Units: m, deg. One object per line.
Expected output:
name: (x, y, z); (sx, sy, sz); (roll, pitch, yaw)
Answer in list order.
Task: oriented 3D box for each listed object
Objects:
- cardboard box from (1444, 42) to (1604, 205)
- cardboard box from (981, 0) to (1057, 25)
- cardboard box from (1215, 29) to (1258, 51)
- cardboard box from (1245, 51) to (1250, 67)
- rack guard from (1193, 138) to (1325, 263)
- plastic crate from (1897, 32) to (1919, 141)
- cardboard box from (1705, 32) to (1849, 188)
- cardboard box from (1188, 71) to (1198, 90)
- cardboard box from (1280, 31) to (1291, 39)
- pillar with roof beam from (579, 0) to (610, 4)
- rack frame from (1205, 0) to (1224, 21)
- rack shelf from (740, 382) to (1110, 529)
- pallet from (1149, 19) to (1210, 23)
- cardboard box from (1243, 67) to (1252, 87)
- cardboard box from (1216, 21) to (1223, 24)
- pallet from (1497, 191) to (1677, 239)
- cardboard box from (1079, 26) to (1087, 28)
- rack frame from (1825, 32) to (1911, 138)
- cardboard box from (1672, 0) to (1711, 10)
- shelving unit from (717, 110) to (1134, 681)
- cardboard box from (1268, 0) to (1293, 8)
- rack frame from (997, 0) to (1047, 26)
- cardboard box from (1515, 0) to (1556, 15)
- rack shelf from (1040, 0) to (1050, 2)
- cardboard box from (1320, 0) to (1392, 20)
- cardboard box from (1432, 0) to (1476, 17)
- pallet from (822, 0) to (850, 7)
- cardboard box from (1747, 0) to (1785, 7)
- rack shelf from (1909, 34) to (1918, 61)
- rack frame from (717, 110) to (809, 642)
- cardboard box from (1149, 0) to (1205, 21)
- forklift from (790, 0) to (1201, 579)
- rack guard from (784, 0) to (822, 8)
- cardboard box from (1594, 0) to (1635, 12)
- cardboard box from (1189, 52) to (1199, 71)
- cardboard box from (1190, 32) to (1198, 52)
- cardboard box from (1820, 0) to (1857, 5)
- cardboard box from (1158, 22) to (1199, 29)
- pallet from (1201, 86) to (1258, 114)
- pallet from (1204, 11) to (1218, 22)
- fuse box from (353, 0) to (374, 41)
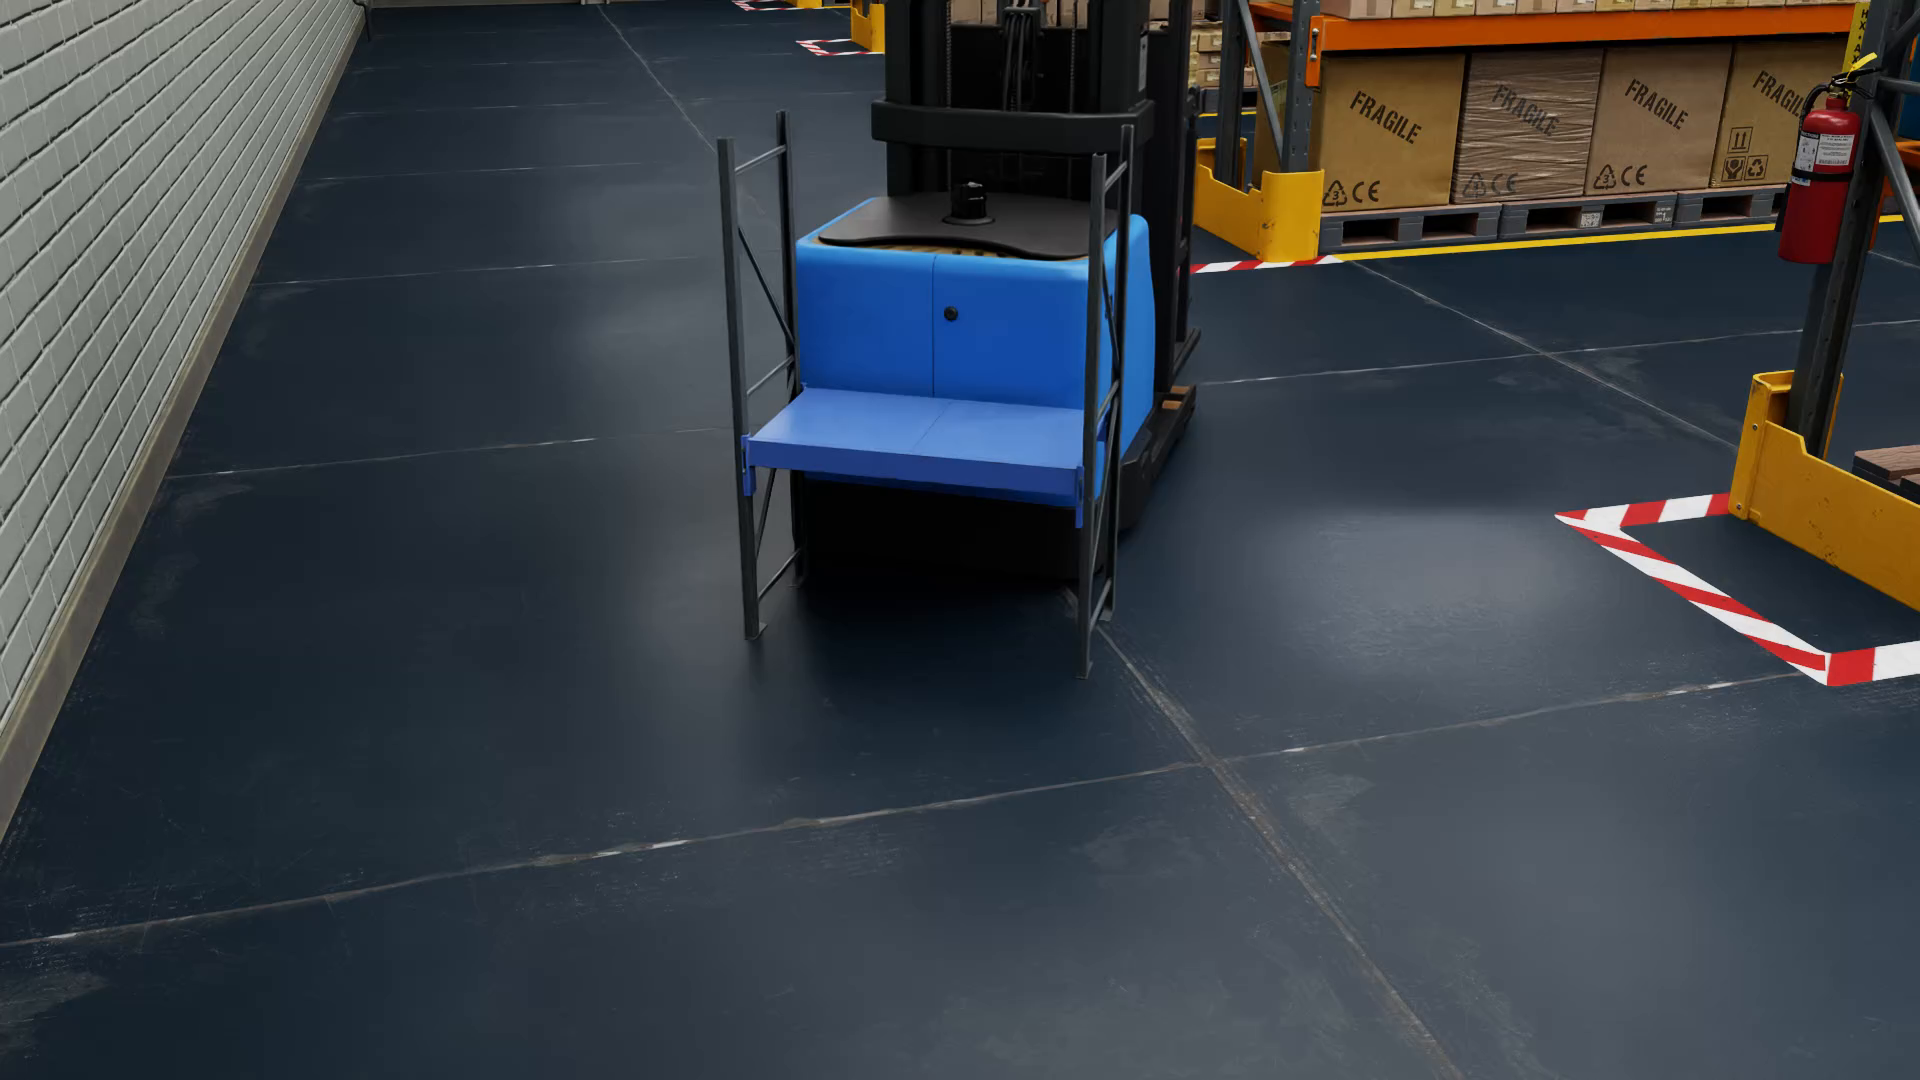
cardboard box: (3.228, -2.594, 10.153); (0.875, 0.875, 0.875); (-6, 24, -14)
cardboard box: (0.567, -6.168, 19.039); (0.875, 0.438, 0.875); (-6, 24, -13)
cardboard box: (2.372, -4.306, 14.310); (0.250, 0.149, 0.380); (-6, 24, -14)
cardboard box: (2.335, -4.216, 14.477); (0.250, 0.149, 0.380); (-5, 24, -12)
rack guard: (1.734, -2.030, 9.848); (0.348, 0.500, 1.175); (-6, 24, -14)
plastic crate: (3.367, -1.452, 5.208); (0.499, 0.435, 0.616); (-6, 24, -14)
cardboard box: (4.951, -2.784, 10.597); (0.875, 0.875, 0.875); (-6, 24, -14)
cardboard box: (1.848, -3.966, 14.272); (0.250, 0.149, 0.380); (-6, 24, -14)
cardboard box: (2.857, -4.354, 14.422); (0.250, 0.149, 0.380); (-7, 24, -16)
pillar with roof beam: (-3.941, -10.006, 17.656); (0.400, 9.000, 9.100); (-6, 24, -14)
rack frame: (2.931, -7.370, 19.122); (0.127, 3.000, 1.000); (-6, 24, -14)
rack shelf: (-0.082, -0.263, 4.917); (1.000, 0.185, 0.538); (6, 24, 13)
pallet: (2.178, -6.037, 19.553); (1.213, 0.211, 1.003); (-6, 24, -14)
cardboard box: (2.331, -4.023, 14.405); (0.250, 0.149, 0.380); (-8, 24, -17)
cardboard box: (2.466, -4.543, 14.862); (0.250, 0.149, 0.380); (-6, 24, -14)
pallet: (3.678, -2.144, 10.478); (1.213, 0.211, 1.003); (-6, 24, -14)
cardboard box: (1.213, -4.389, 14.504); (0.250, 0.149, 0.380); (-6, 24, -13)
rack frame: (5.608, -3.608, 10.354); (0.127, 3.000, 1.000); (-6, 24, -14)
cardboard box: (4.166, -3.198, 9.718); (0.250, 0.149, 0.380); (-7, 24, -15)
shelving unit: (-0.082, -0.428, 4.846); (1.048, 1.500, 0.538); (6, 24, 13)
cardboard box: (2.011, -3.229, 9.790); (0.250, 0.149, 0.380); (-6, 24, -13)
rack frame: (0.514, -5.075, 13.775); (0.127, 3.000, 1.000); (-6, 24, -14)
cardboard box: (3.177, -3.089, 9.463); (0.250, 0.149, 0.380); (-7, 24, -15)
rack shelf: (2.440, -4.958, 14.413); (4.000, 0.370, 1.077); (-6, 24, -14)
cardboard box: (2.188, -2.979, 9.207); (0.250, 0.149, 0.380); (-6, 24, -14)
cardboard box: (2.681, -3.034, 9.335); (0.250, 0.149, 0.380); (-7, 24, -16)
pallet: (-1.424, -7.640, 23.288); (1.213, 0.211, 1.003); (-6, 24, -14)
cardboard box: (4.660, -3.253, 9.846); (0.250, 0.149, 0.380); (-6, 24, -13)
rack shelf: (7.534, -3.490, 10.992); (4.000, 0.370, 1.077); (-6, 24, -14)
rack frame: (-0.574, -0.478, 4.962); (0.032, 1.500, 0.500); (6, 24, 13)
cardboard box: (2.298, -6.359, 19.484); (0.875, 0.438, 0.875); (-7, 24, -15)
forklift: (0.345, -1.778, 6.178); (1.130, 2.935, 3.031); (7, 24, 15)
rack guard: (-2.191, -7.687, 23.032); (0.348, 0.500, 1.175); (-6, 24, -14)
cardboard box: (3.668, -3.143, 9.590); (0.250, 0.149, 0.380); (-7, 24, -16)
cardboard box: (1.855, -4.107, 14.223); (0.250, 0.149, 0.380); (-6, 24, -13)
cardboard box: (1.837, -4.270, 14.225); (0.250, 0.149, 0.380); (-8, 24, -17)
cardboard box: (5.155, -3.308, 9.974); (0.250, 0.149, 0.380); (-6, 24, -13)
cardboard box: (1.938, -4.518, 14.805); (0.250, 0.149, 0.380); (-5, 24, -12)
pallet: (2.552, -4.004, 14.813); (1.213, 0.211, 1.003); (-6, 24, -14)
pallet: (3.654, -6.199, 19.930); (1.213, 0.211, 1.003); (-6, 24, -14)
fuse box: (-6.770, -6.556, 18.858); (0.414, 1.711, 0.539); (-6, 24, -14)
